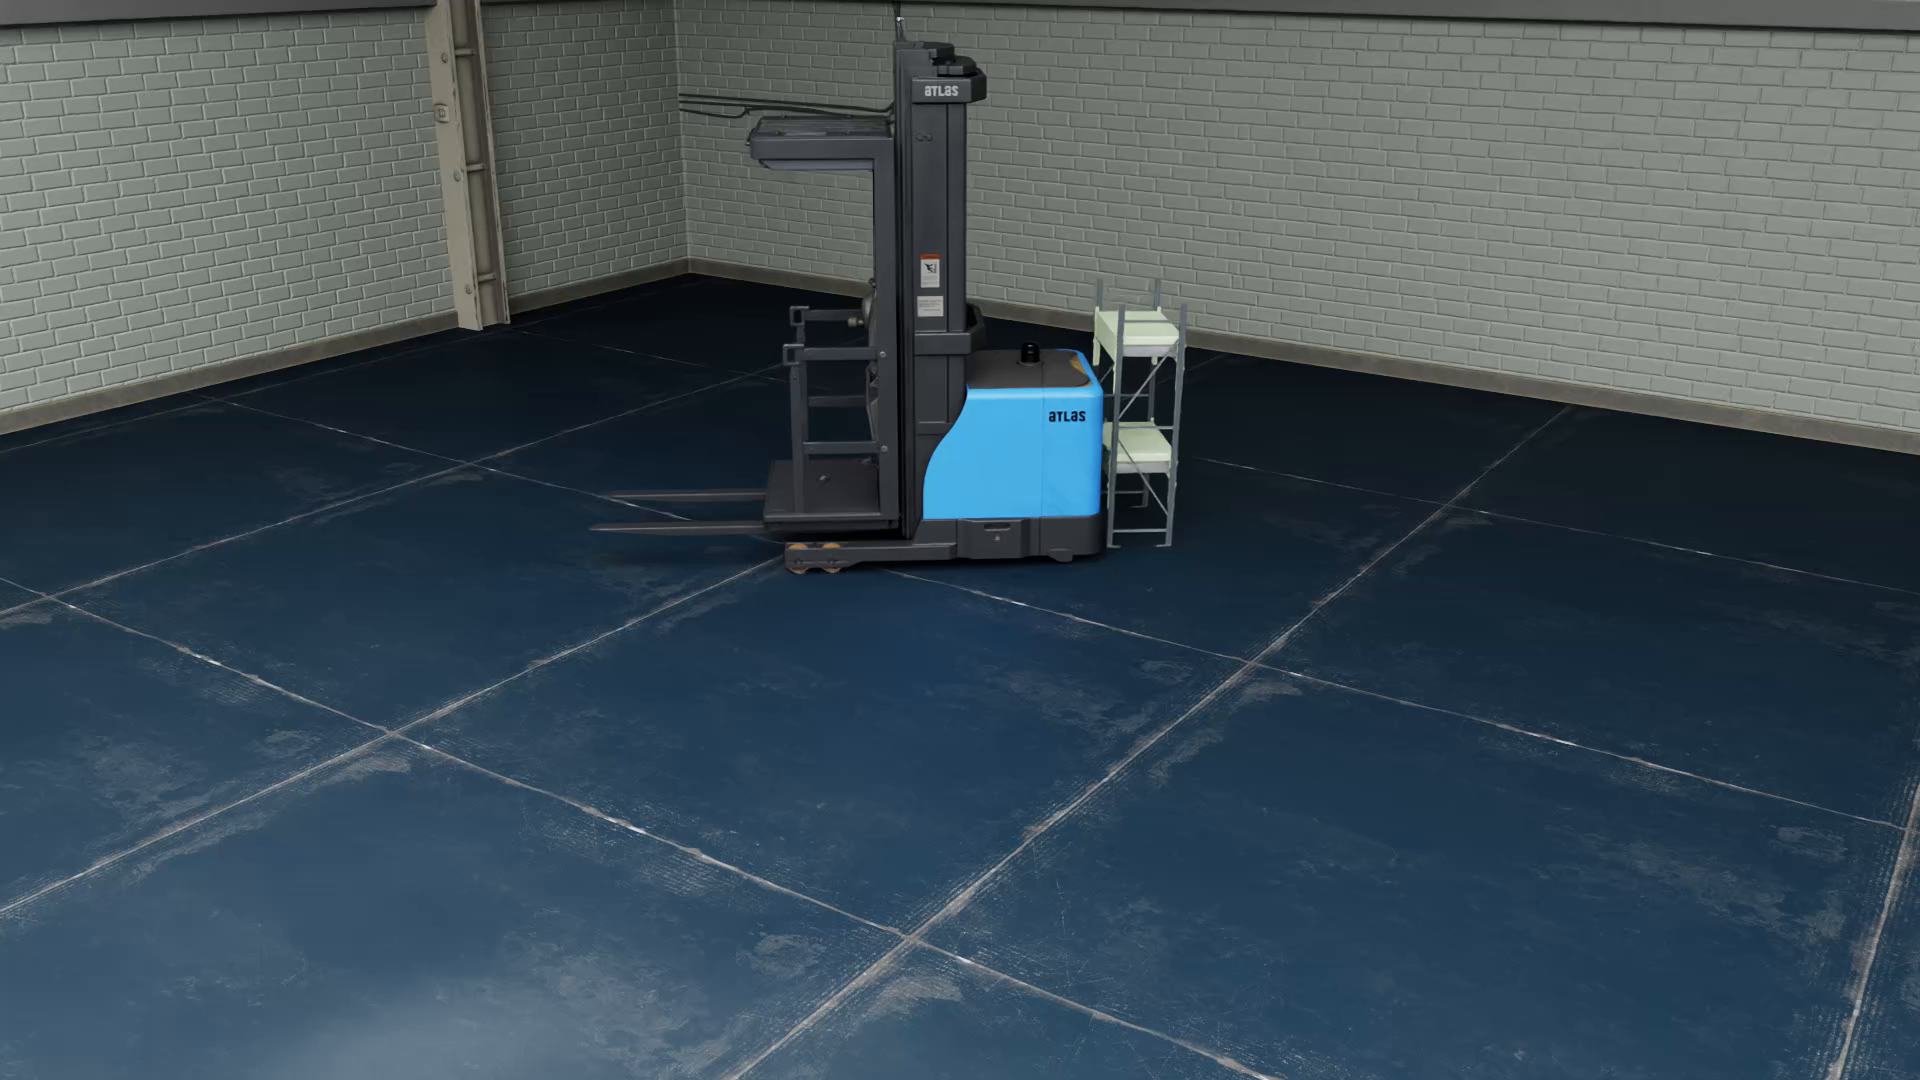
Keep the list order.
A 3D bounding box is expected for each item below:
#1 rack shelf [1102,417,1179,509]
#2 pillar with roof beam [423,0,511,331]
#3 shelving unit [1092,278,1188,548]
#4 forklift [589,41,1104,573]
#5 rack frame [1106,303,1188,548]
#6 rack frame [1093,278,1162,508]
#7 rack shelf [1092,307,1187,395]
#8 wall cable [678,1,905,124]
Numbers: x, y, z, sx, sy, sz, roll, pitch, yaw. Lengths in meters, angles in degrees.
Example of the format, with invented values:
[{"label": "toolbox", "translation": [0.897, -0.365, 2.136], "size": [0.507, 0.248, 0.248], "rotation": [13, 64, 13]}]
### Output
[{"label": "rack shelf", "translation": [1.064, -0.485, 10.341], "size": [0.431, 0.370, 0.720], "rotation": [-1, 20, -5]}, {"label": "pillar with roof beam", "translation": [-0.962, -5.427, 11.966], "size": [9.100, 9.000, 0.400], "rotation": [13, 24, 32]}, {"label": "shelving unit", "translation": [1.070, -0.791, 10.228], "size": [0.431, 1.500, 0.755], "rotation": [-1, 20, -5]}, {"label": "forklift", "translation": [-0.694, -1.373, 9.751], "size": [3.031, 2.935, 1.130], "rotation": [-1, 20, -3]}, {"label": "rack frame", "translation": [1.104, -0.664, 9.886], "size": [0.400, 1.500, 0.023], "rotation": [-1, 20, -5]}, {"label": "rack frame", "translation": [1.036, -0.917, 10.570], "size": [0.400, 1.500, 0.023], "rotation": [-1, 20, -5]}, {"label": "rack shelf", "translation": [1.078, -1.157, 10.093], "size": [0.431, 0.370, 0.720], "rotation": [-1, 20, -5]}, {"label": "wall cable", "translation": [-1.772, -5.398, 16.362], "size": [3.097, 2.526, 0.112], "rotation": [13, 24, 32]}]
